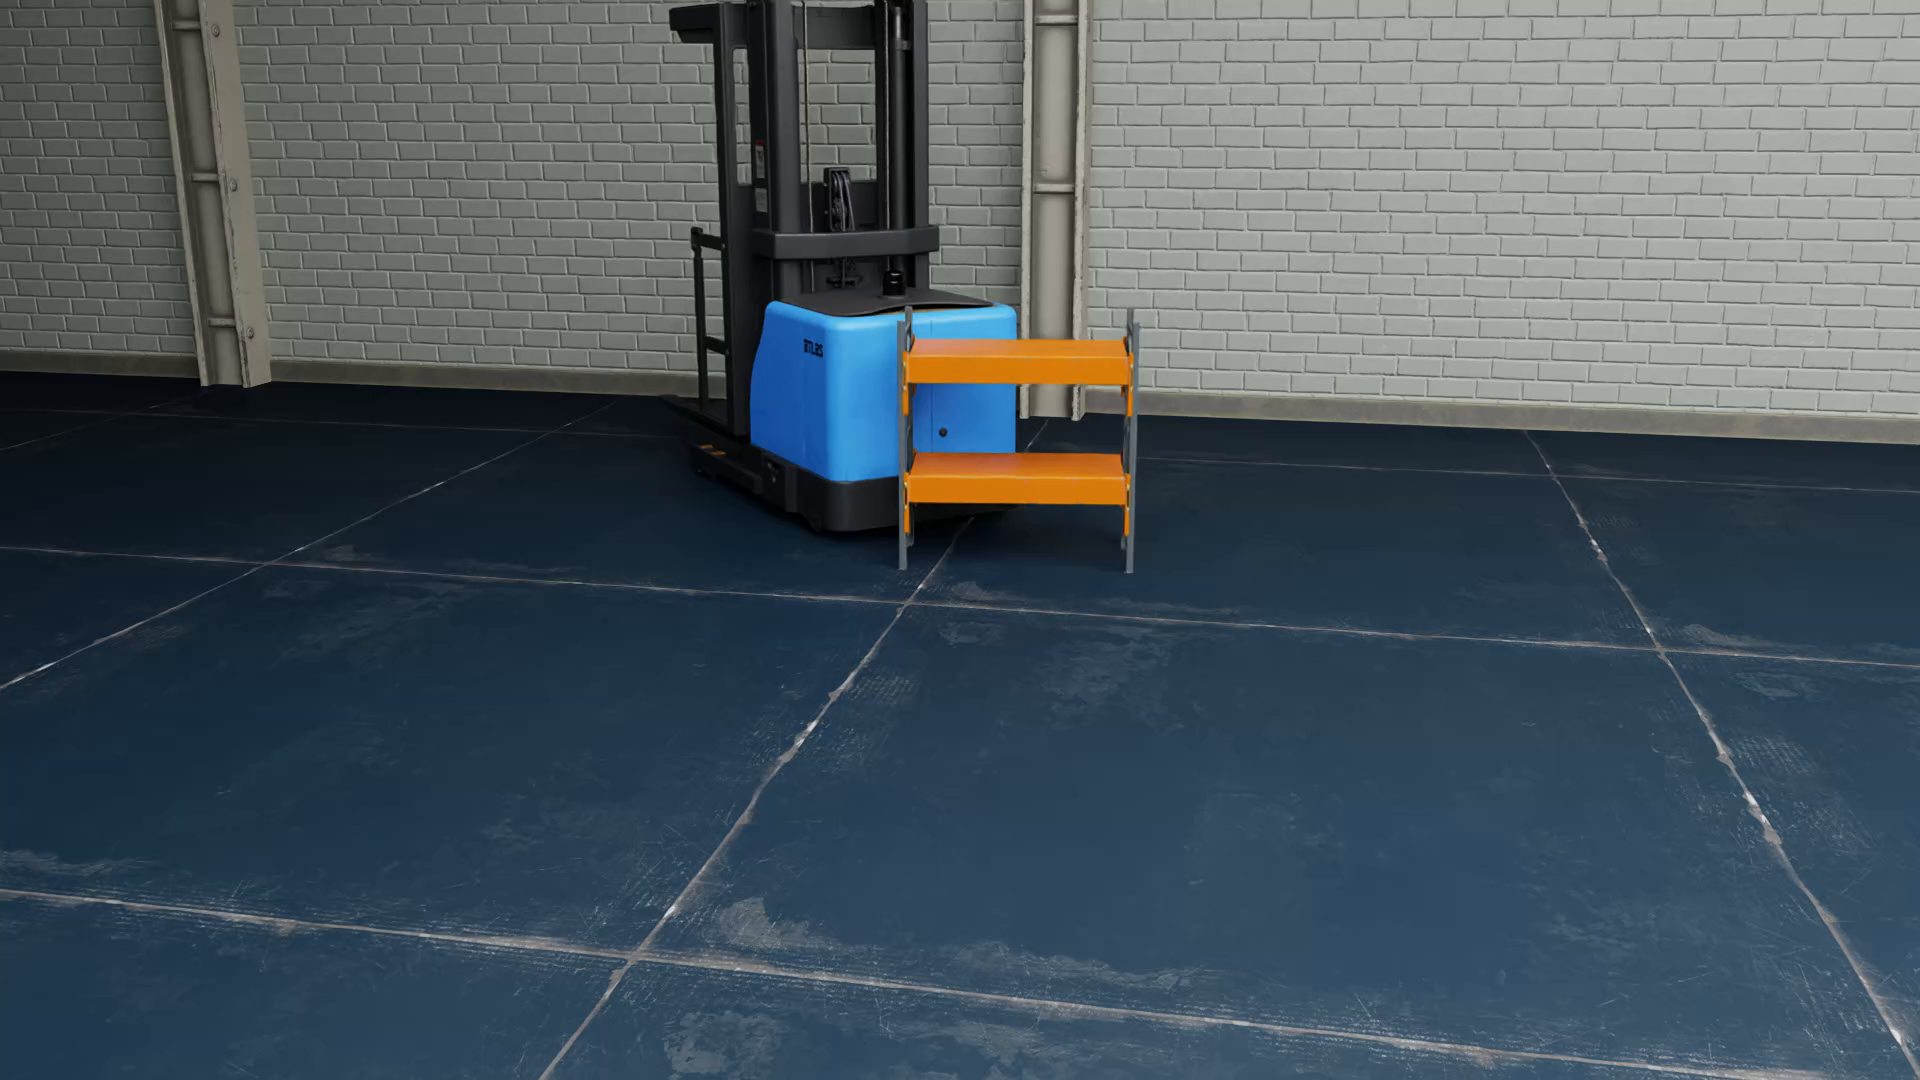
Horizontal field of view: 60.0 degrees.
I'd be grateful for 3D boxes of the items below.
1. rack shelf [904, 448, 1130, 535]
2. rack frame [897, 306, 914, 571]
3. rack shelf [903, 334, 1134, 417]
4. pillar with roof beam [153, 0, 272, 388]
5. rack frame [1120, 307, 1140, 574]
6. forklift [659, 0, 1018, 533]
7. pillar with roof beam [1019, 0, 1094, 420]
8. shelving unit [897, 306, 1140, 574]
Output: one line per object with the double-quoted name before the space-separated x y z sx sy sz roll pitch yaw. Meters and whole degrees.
"rack shelf" 0.262 -0.228 7.624 1.000 0.278 0.538 1 15 2
"rack frame" -0.246 -0.470 7.580 0.032 1.125 0.500 1 15 2
"rack shelf" 0.262 -0.746 7.481 1.000 0.278 0.538 1 15 2
"pillar with roof beam" -6.126 -4.356 6.860 0.400 9.000 9.100 3 16 11
"rack frame" 0.769 -0.458 7.538 0.032 1.125 0.500 1 15 2
"forklift" -0.862 -1.793 8.973 1.130 2.935 3.031 -8 18 -28
"pillar with roof beam" -0.247 -4.037 5.708 0.400 9.000 9.100 3 16 11
"shelving unit" 0.262 -0.464 7.559 1.048 1.125 0.538 1 15 2
